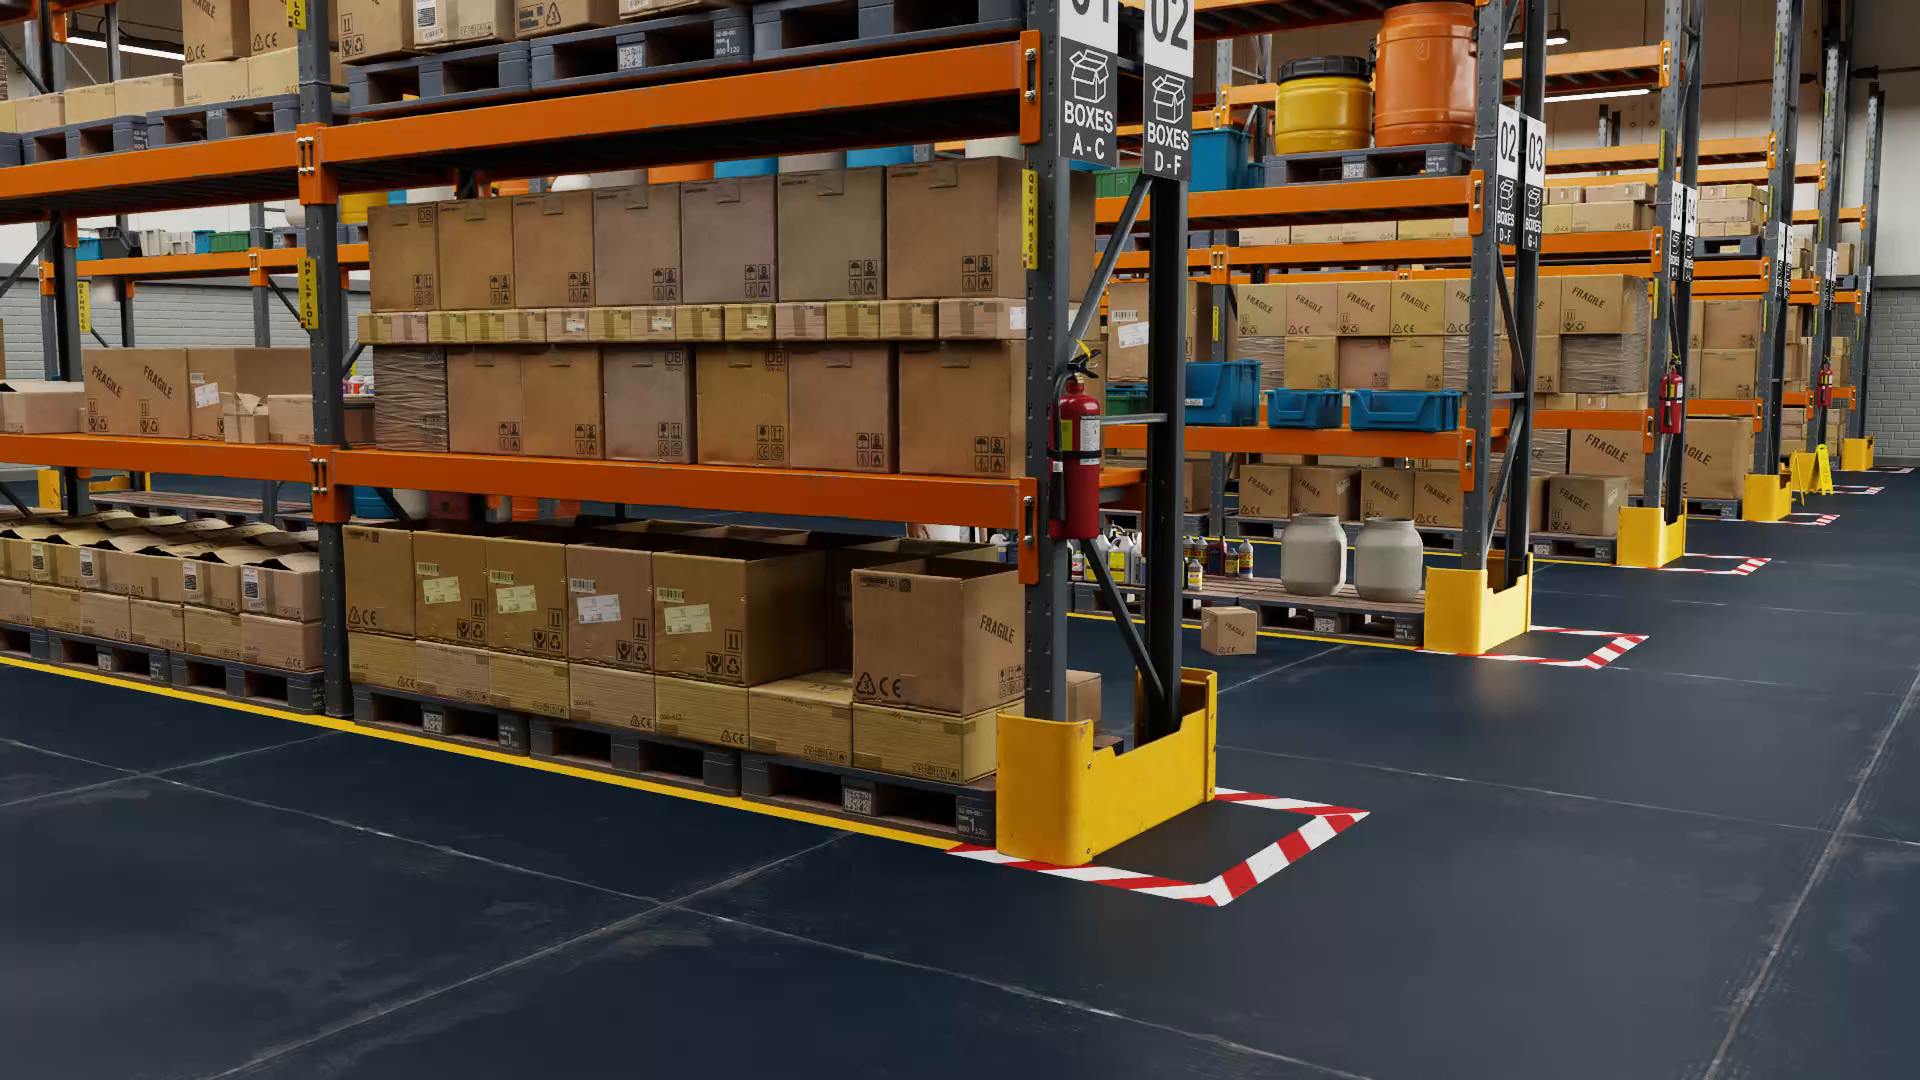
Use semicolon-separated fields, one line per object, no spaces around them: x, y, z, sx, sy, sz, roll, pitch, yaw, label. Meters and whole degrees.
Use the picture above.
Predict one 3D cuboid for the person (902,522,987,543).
-0.018;-0.062;8.317;0.582;1.775;0.695;4;7;34;person
